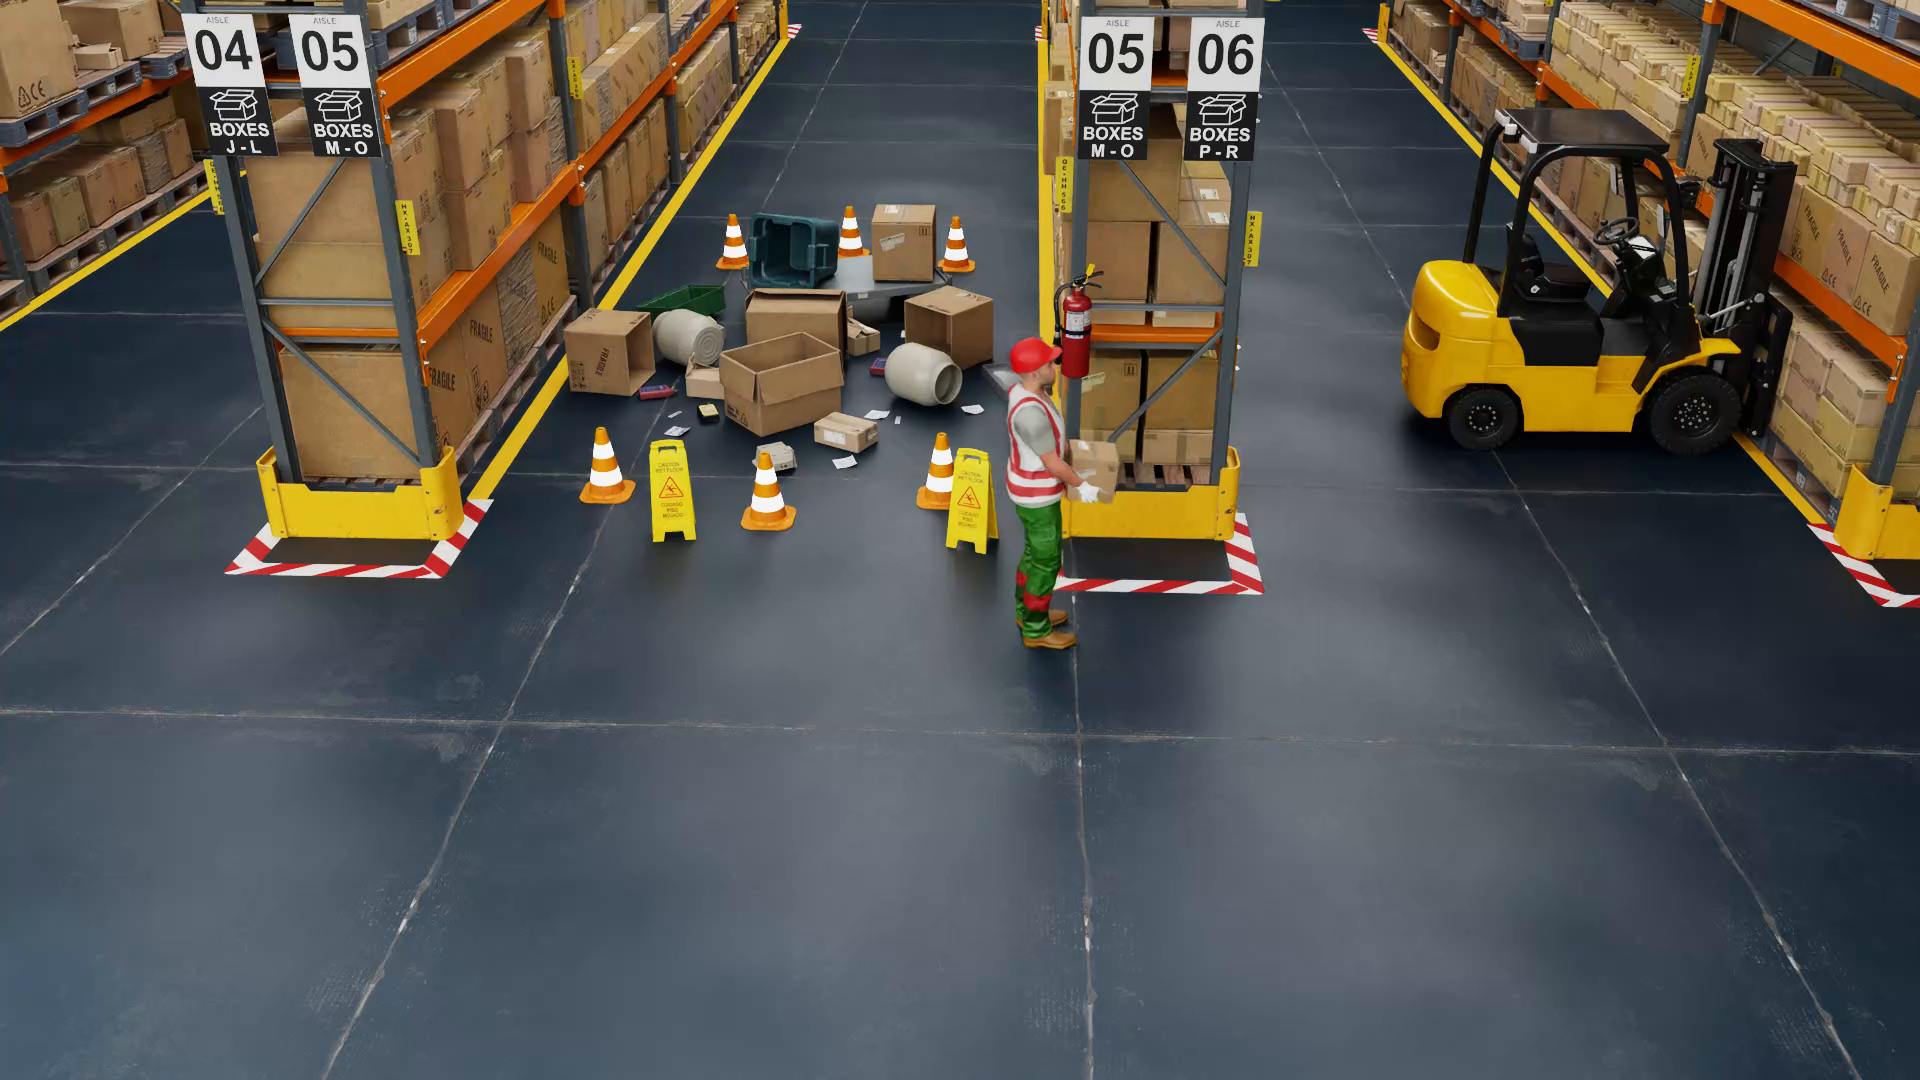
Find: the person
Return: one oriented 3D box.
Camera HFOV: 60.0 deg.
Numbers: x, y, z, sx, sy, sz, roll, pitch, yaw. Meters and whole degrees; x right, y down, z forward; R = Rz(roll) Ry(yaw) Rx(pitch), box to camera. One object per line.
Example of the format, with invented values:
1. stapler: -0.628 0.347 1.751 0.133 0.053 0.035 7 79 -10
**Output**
1. person: 0.526 -0.257 9.086 0.559 1.788 0.511 0 28 -1
